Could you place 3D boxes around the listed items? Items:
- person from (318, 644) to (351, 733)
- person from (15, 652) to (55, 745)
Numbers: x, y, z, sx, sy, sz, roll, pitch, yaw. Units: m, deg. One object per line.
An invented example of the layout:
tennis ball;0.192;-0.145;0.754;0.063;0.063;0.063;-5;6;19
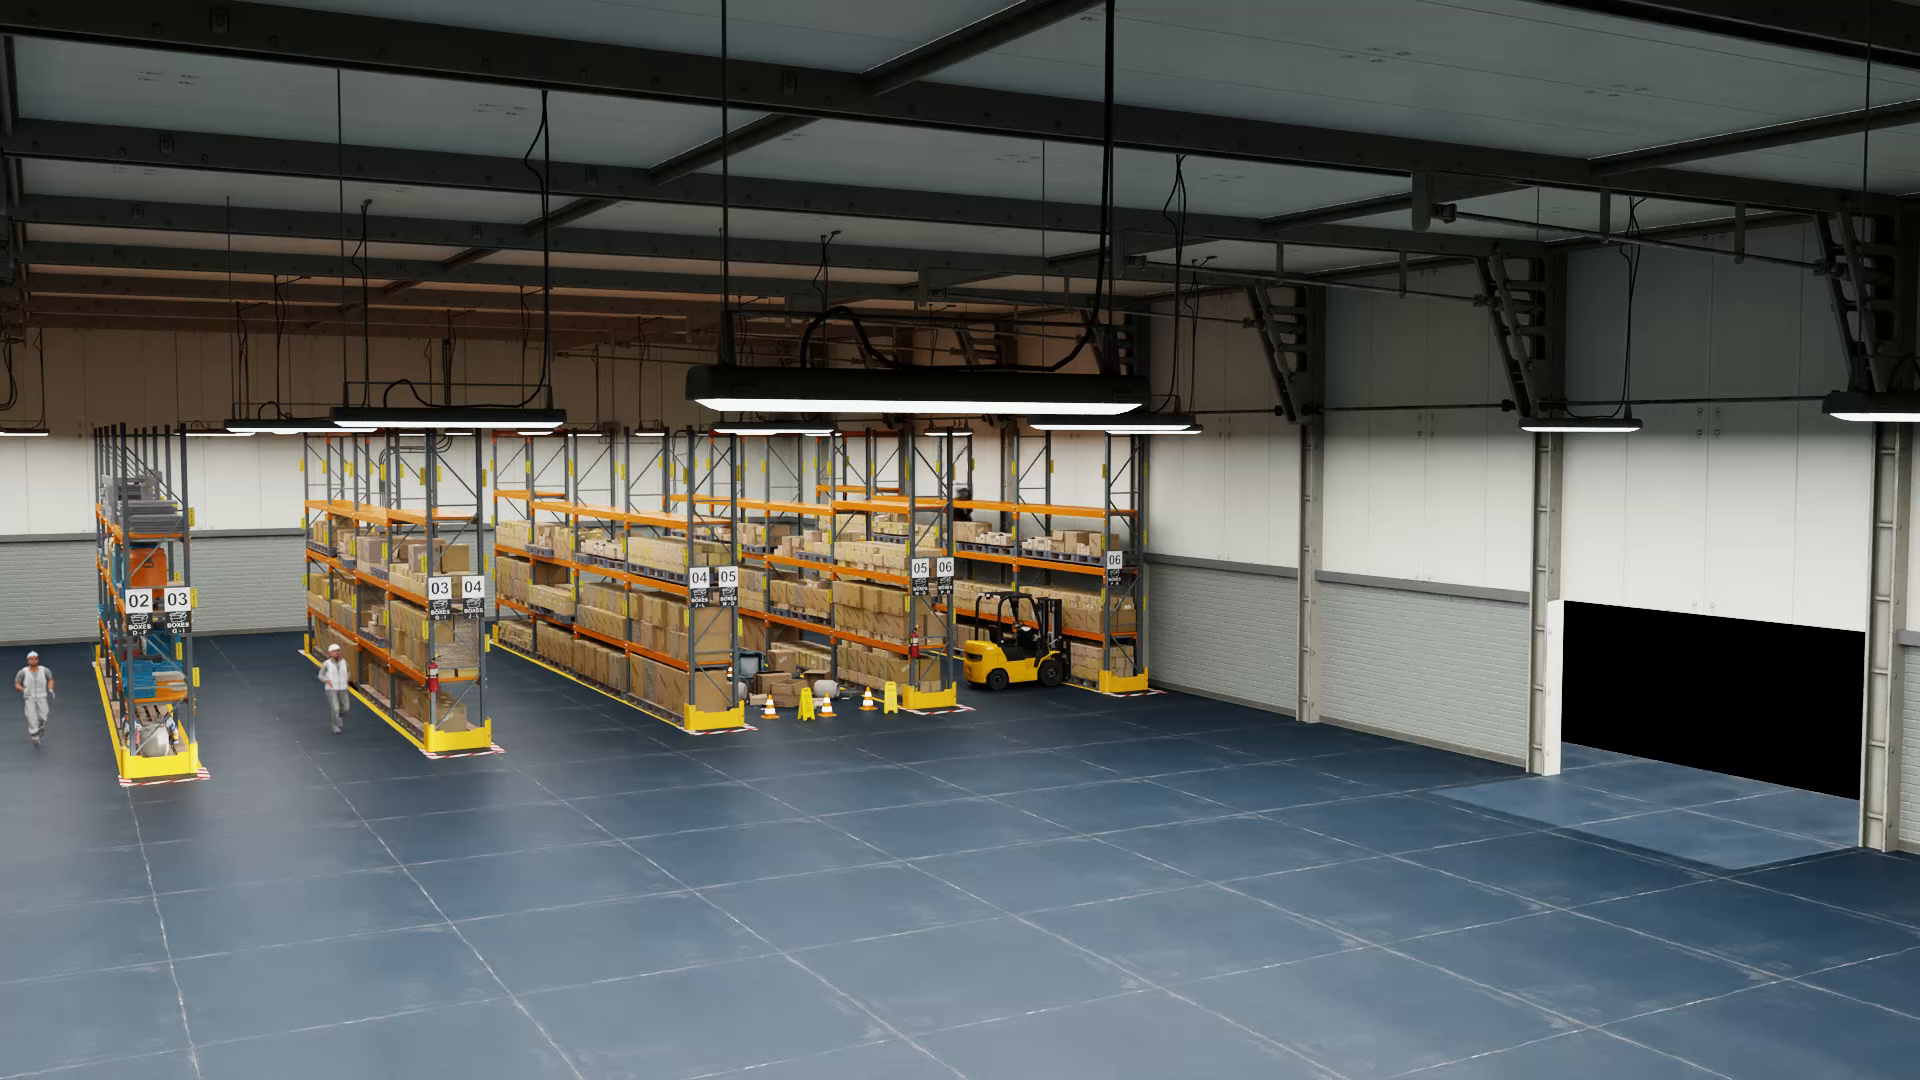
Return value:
person;-12.161;2.894;32.434;0.652;1.722;0.604;-3;4;-39
person;-17.319;2.967;31.145;0.655;1.742;0.592;-2;4;-35
